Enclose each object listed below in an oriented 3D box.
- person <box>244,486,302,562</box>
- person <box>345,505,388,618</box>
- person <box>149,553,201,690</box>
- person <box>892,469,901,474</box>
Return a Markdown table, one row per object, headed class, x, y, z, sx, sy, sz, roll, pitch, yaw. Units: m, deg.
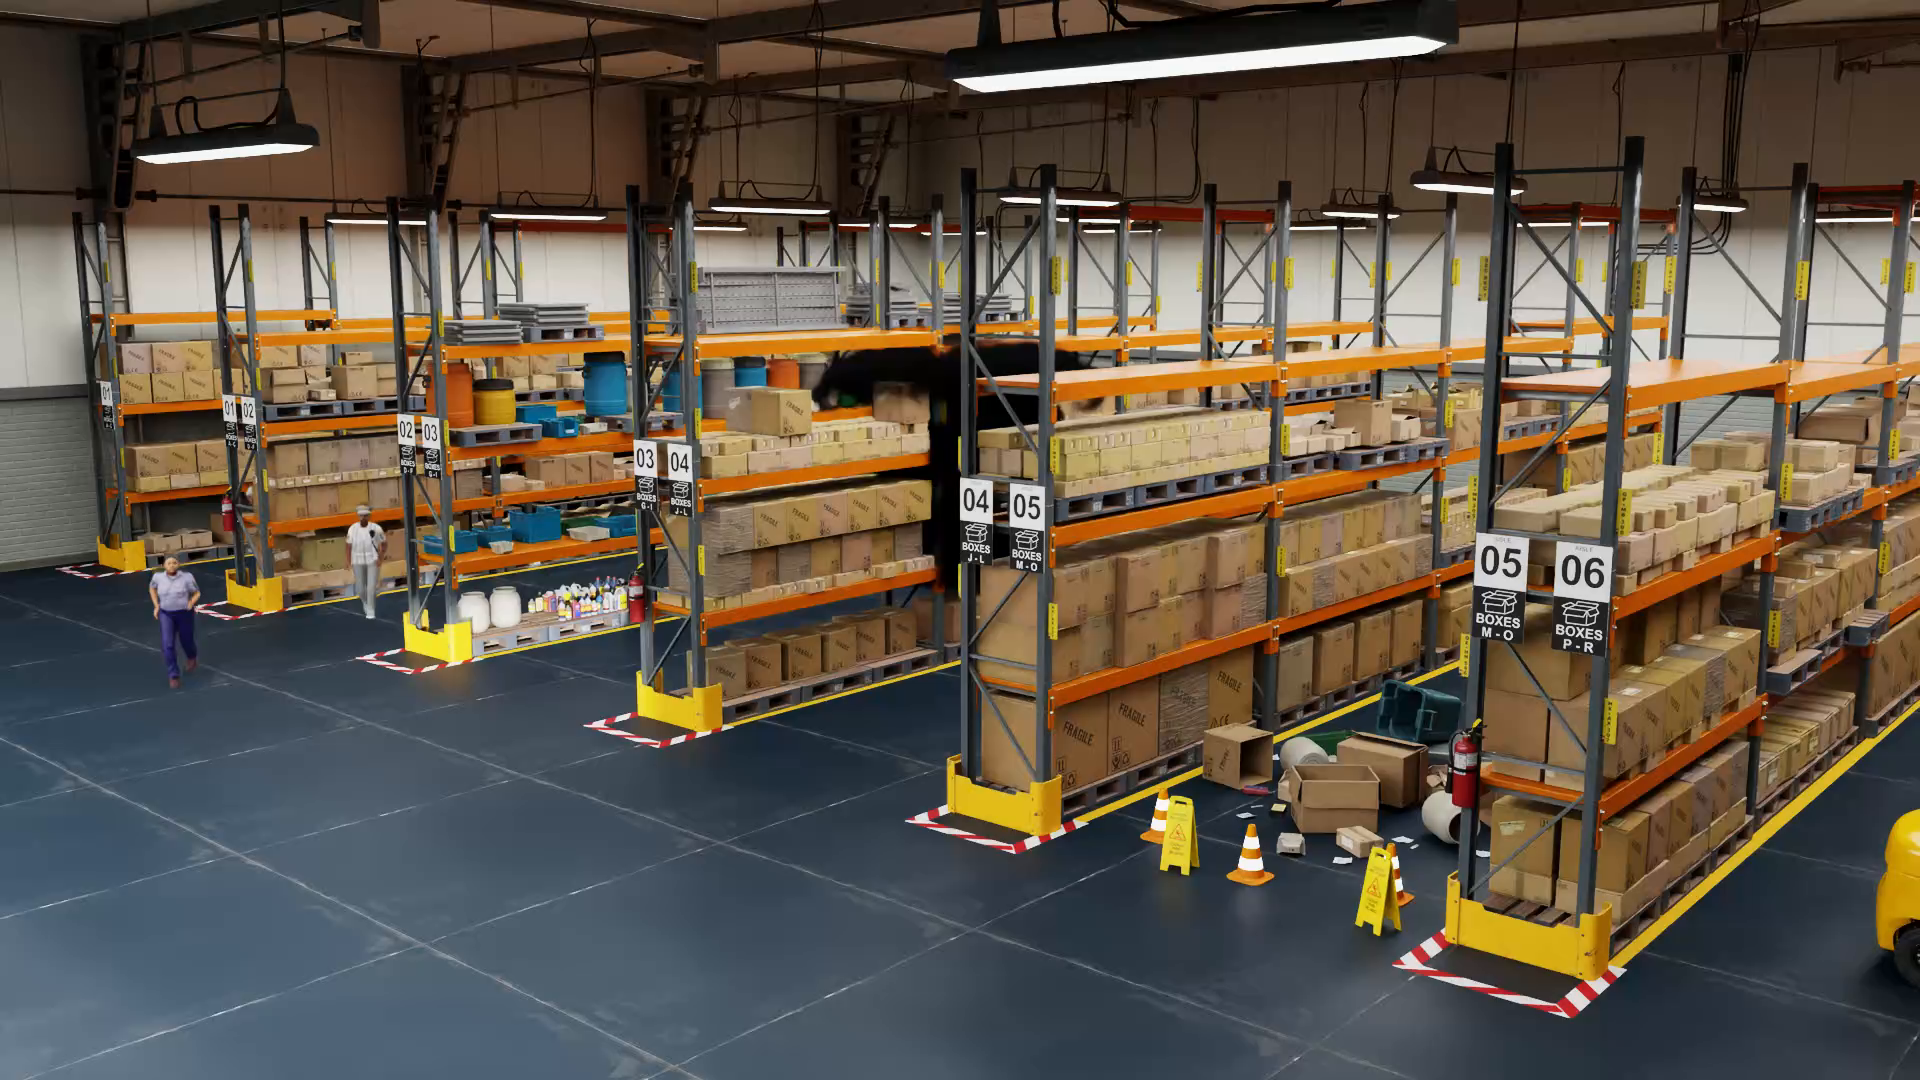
| class | x | y | z | sx | sy | sz | roll | pitch | yaw |
| --- | --- | --- | --- | --- | --- | --- | --- | --- | --- |
| person | -11.143 | -0.109 | 27.085 | 0.727 | 1.624 | 0.900 | 3 | 10 | 16 |
| person | -8.234 | 0.287 | 23.091 | 0.558 | 1.600 | 0.570 | -2 | 10 | -10 |
| person | -9.717 | 0.965 | 20.636 | 0.581 | 1.661 | 0.909 | -4 | 10 | -21 |
| person | -1.247 | -0.749 | 30.693 | 0.675 | 1.660 | 0.900 | 6 | 11 | 31 |
